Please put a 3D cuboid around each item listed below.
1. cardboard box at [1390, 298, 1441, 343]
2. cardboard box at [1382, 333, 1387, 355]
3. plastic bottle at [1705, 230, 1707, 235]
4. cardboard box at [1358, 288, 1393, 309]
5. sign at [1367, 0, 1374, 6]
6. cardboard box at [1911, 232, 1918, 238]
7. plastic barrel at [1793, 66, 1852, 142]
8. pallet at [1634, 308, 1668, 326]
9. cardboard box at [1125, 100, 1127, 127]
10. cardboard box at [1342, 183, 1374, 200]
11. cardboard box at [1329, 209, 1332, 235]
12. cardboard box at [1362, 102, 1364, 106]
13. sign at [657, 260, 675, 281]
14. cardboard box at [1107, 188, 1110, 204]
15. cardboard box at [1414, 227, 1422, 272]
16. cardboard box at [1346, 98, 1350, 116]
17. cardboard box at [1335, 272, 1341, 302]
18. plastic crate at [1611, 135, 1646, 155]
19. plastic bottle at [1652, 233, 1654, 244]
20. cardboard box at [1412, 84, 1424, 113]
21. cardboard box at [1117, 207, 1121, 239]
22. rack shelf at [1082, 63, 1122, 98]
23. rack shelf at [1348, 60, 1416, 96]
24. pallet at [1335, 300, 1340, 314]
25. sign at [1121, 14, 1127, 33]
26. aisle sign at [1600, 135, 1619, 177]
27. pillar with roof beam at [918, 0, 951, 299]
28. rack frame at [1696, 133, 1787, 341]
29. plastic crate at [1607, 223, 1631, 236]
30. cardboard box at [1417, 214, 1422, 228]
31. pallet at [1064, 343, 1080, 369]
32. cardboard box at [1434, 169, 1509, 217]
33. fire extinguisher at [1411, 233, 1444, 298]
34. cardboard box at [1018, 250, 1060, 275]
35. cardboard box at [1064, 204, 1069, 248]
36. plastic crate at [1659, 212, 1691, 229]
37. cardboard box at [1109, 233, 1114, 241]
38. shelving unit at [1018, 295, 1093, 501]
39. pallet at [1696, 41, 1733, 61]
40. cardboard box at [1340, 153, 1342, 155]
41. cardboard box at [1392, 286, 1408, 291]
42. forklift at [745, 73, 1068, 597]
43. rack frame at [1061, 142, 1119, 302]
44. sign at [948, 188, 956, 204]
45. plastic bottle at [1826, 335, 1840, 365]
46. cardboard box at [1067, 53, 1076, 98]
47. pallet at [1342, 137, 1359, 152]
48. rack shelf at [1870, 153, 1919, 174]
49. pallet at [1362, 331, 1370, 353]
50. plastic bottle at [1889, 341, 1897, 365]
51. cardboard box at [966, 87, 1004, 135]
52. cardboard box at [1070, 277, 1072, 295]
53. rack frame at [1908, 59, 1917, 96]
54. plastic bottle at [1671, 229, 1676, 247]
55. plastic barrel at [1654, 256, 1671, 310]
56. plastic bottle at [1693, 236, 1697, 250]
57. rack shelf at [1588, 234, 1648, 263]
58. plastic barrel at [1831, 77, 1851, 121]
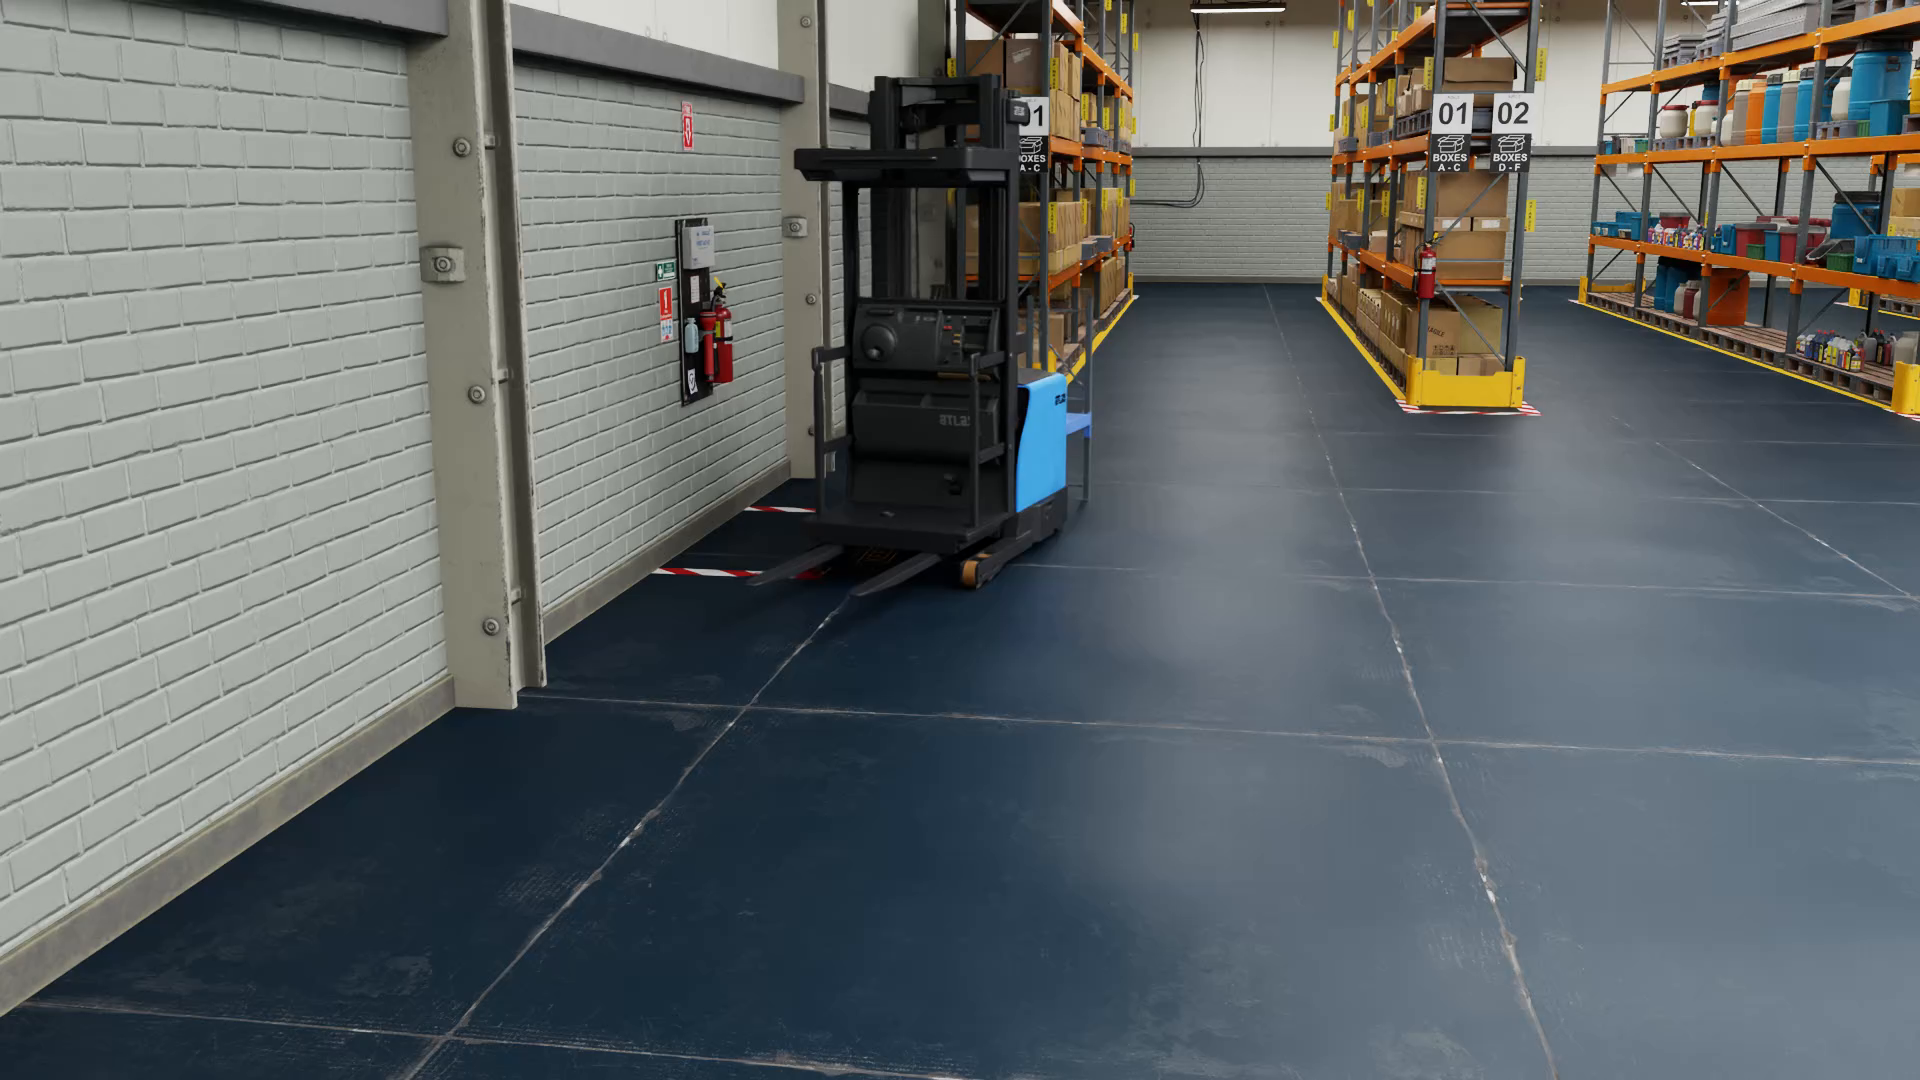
[{"bbox_3d":[5.364,-2.578,19.588,0.500,0.500,0.500,2,12,9],"label":"cardboard box"},{"bbox_3d":[5.520,-2.420,20.632,0.500,0.250,0.500,2,12,9],"label":"cardboard box"},{"bbox_3d":[12.075,-4.889,26.865,0.097,0.271,0.097,0,12,0],"label":"plastic bottle"},{"bbox_3d":[6.217,-3.618,24.860,0.500,0.311,0.500,2,12,11],"label":"cardboard box"},{"bbox_3d":[6.051,-8.026,24.468,0.100,0.325,0.005,2,12,9],"label":"sign"},{"bbox_3d":[16.912,-5.312,29.117,0.380,0.149,0.250,2,12,8],"label":"cardboard box"},{"bbox_3d":[10.731,-5.412,20.678,0.600,0.901,0.708,2,12,9],"label":"plastic barrel"},{"bbox_3d":[11.937,-3.731,27.805,1.003,0.211,1.213,2,12,9],"label":"pallet"},{"bbox_3d":[2.838,-7.938,30.928,0.500,0.500,0.500,2,12,9],"label":"cardboard box"},{"bbox_3d":[7.025,-6.066,29.410,0.500,0.500,0.500,2,12,9],"label":"cardboard box"},{"bbox_3d":[7.490,-6.212,32.463,0.500,0.500,0.500,2,12,10],"label":"cardboard box"},{"bbox_3d":[6.973,-6.942,27.493,0.600,0.600,0.600,2,12,8],"label":"cardboard box"},{"bbox_3d":[-1.803,-1.653,10.203,0.001,0.109,0.331,2,12,9],"label":"sign"},{"bbox_3d":[2.172,-5.615,27.156,0.500,0.250,0.500,2,12,9],"label":"cardboard box"},{"bbox_3d":[5.678,-3.385,19.342,0.700,0.500,0.500,2,12,10],"label":"cardboard box"},{"bbox_3d":[7.455,-7.834,30.494,0.700,0.500,0.500,2,12,9],"label":"cardboard box"},{"bbox_3d":[7.011,-4.536,29.809,0.500,0.500,0.500,2,12,9],"label":"cardboard box"},{"bbox_3d":[12.206,-7.213,30.370,0.504,0.338,0.767,2,12,9],"label":"plastic crate"},{"bbox_3d":[11.599,-5.041,27.738,0.097,0.201,0.097,0,12,0],"label":"plastic bottle"},{"bbox_3d":[5.360,-4.977,18.731,0.500,0.311,0.500,3,13,15],"label":"cardboard box"},{"bbox_3d":[2.408,-5.833,30.230,0.980,0.700,0.700,2,12,10],"label":"cardboard box"},{"bbox_3d":[2.000,-7.544,27.294,1.077,0.370,4.000,2,12,9],"label":"rack shelf"},{"bbox_3d":[6.896,-7.384,26.553,1.077,0.370,4.000,2,12,9],"label":"rack shelf"},{"bbox_3d":[7.310,-4.194,29.956,1.003,0.211,1.213,2,12,9],"label":"pallet"},{"bbox_3d":[2.846,-8.987,28.931,0.100,0.325,0.005,2,12,9],"label":"sign"},{"bbox_3d":[12.430,-7.382,31.954,0.394,0.787,0.004,2,12,9],"label":"aisle sign"},{"bbox_3d":[3.969,-6.043,17.676,9.100,9.000,0.400,2,12,9],"label":"pillar with roof beam"},{"bbox_3d":[11.482,-4.421,24.387,1.000,3.000,0.127,2,12,9],"label":"rack frame"},{"bbox_3d":[12.147,-5.719,30.665,0.416,0.233,0.300,2,12,9],"label":"plastic crate"},{"bbox_3d":[5.426,-3.638,18.977,0.380,0.149,0.250,2,12,10],"label":"cardboard box"},{"bbox_3d":[1.009,-2.405,21.652,1.003,0.211,1.213,2,12,9],"label":"pallet"},{"bbox_3d":[5.450,-3.708,17.760,0.700,0.500,0.500,2,12,9],"label":"cardboard box"},{"bbox_3d":[4.881,-2.869,17.371,0.296,0.674,0.183,2,12,9],"label":"fire extinguisher"},{"bbox_3d":[0.851,-3.104,18.586,0.500,0.250,0.500,2,12,7],"label":"cardboard box"},{"bbox_3d":[1.004,-3.679,19.473,0.500,0.500,0.500,1,12,7],"label":"cardboard box"},{"bbox_3d":[12.482,-5.492,29.062,0.402,0.464,0.583,2,12,9],"label":"plastic crate"},{"bbox_3d":[2.453,-5.219,28.640,0.380,0.149,0.250,2,12,9],"label":"cardboard box"},{"bbox_3d":[0.544,-0.946,11.824,0.538,1.500,1.048,5,13,21],"label":"shelving unit"},{"bbox_3d":[11.623,-7.215,24.509,1.213,0.211,1.003,2,12,9],"label":"pallet"},{"bbox_3d":[7.171,-7.126,30.174,0.500,0.250,0.500,2,12,9],"label":"cardboard box"},{"bbox_3d":[6.941,-3.661,25.749,0.500,0.500,0.500,2,12,11],"label":"cardboard box"},{"bbox_3d":[-0.283,-1.249,9.834,1.130,2.935,3.031,5,13,21],"label":"forklift"},{"bbox_3d":[2.308,-5.574,29.740,1.000,3.000,0.127,2,12,9],"label":"rack frame"},{"bbox_3d":[-0.083,-3.819,18.096,0.100,0.325,0.005,2,12,9],"label":"sign"},{"bbox_3d":[10.238,-2.226,19.445,0.144,0.351,0.185,2,12,8],"label":"plastic bottle"},{"bbox_3d":[1.125,-5.586,20.017,0.500,0.500,0.500,1,12,7],"label":"cardboard box"},{"bbox_3d":[6.877,-6.440,27.081,1.213,0.211,1.003,2,12,9],"label":"pallet"},{"bbox_3d":[17.299,-6.624,29.197,1.077,0.370,4.000,2,12,9],"label":"rack shelf"},{"bbox_3d":[6.233,-2.796,23.464,1.003,0.211,1.213,2,12,9],"label":"pallet"},{"bbox_3d":[10.945,-2.187,19.444,0.152,0.276,0.135,2,12,10],"label":"plastic bottle"},{"bbox_3d":[0.277,-4.697,18.261,0.500,0.500,0.500,3,12,13],"label":"cardboard box"},{"bbox_3d":[1.410,-3.726,24.272,0.500,0.250,0.500,2,12,8],"label":"cardboard box"},{"bbox_3d":[17.606,-8.858,30.737,1.000,3.000,0.127,2,12,9],"label":"rack frame"},{"bbox_3d":[11.412,-4.822,26.554,0.097,0.271,0.097,0,12,0],"label":"plastic bottle"},{"bbox_3d":[11.997,-4.320,27.904,0.600,0.901,0.708,2,12,9],"label":"plastic barrel"},{"bbox_3d":[11.209,-4.513,25.288,0.097,0.201,0.097,0,12,0],"label":"plastic bottle"},{"bbox_3d":[12.405,-5.318,30.258,1.077,0.370,4.000,2,12,9],"label":"rack shelf"},{"bbox_3d":[10.607,-5.231,19.764,0.421,0.512,0.421,0,12,0],"label":"plastic barrel"}]
